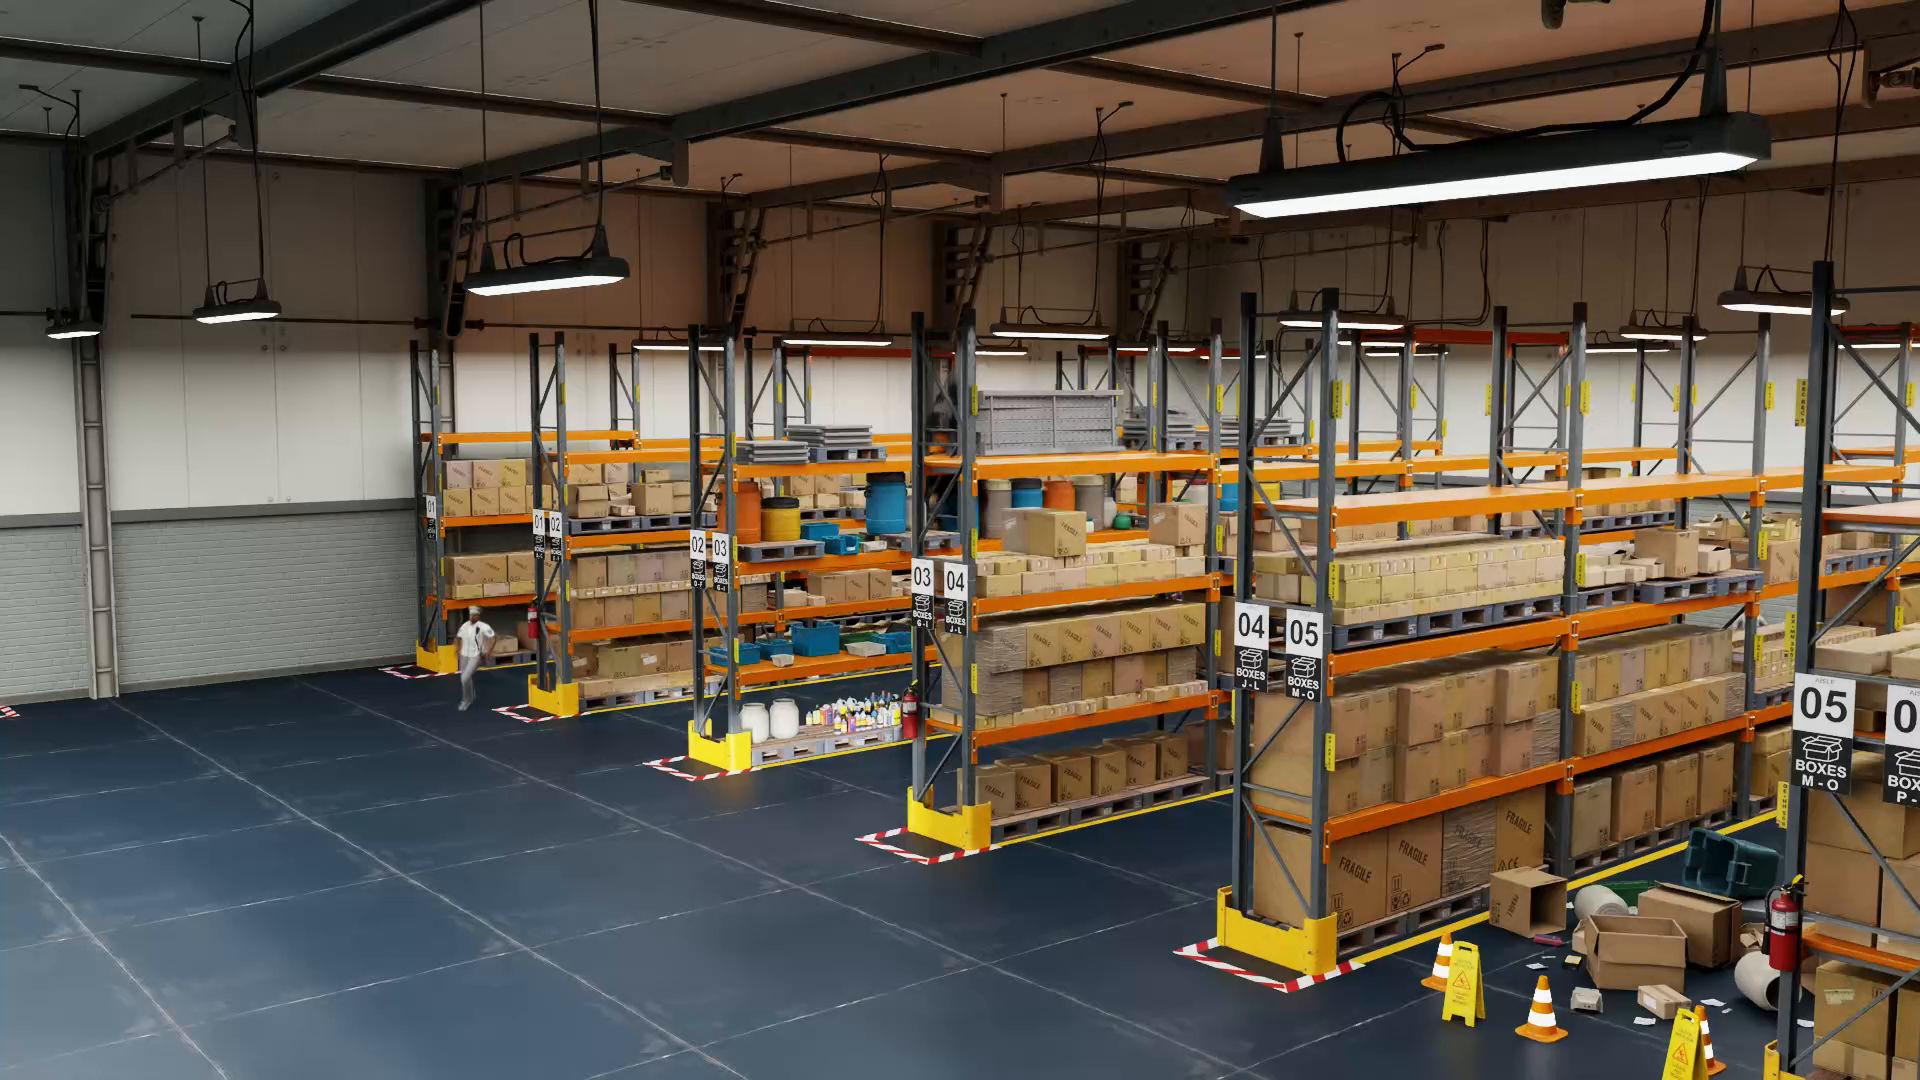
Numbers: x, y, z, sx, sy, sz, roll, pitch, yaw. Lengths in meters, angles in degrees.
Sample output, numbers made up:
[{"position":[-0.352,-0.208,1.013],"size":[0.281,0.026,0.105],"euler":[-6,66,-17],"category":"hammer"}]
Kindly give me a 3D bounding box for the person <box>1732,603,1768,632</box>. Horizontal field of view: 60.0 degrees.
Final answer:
[{"position":[13.348,1.806,27.851],"size":[0.806,1.555,0.514],"euler":[1,5,15],"category":"person"}]

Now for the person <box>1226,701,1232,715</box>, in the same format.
[{"position":[3.954,1.853,24.406],"size":[0.687,1.728,0.590],"euler":[-4,7,-38],"category":"person"}]

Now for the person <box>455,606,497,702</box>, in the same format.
[{"position":[-7.791,1.811,26.613],"size":[0.635,1.549,0.647],"euler":[2,6,18],"category":"person"}]
